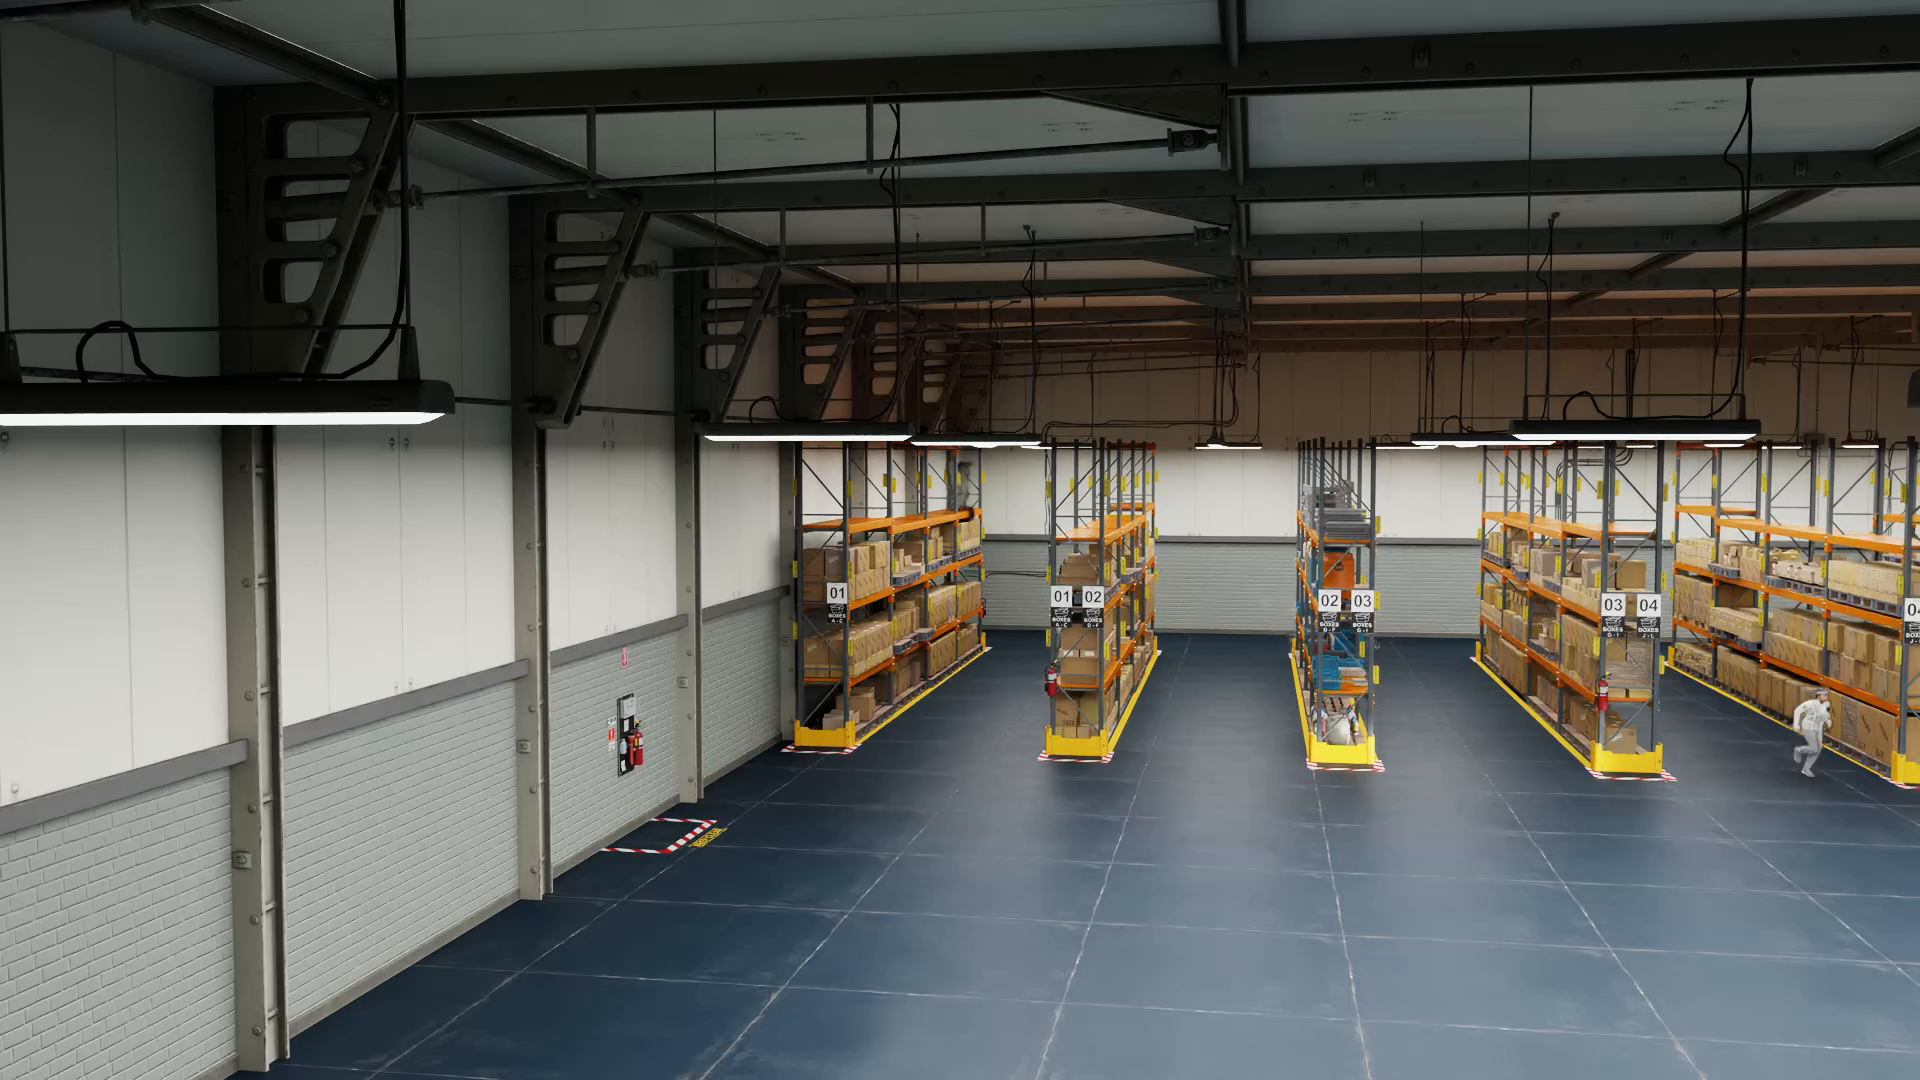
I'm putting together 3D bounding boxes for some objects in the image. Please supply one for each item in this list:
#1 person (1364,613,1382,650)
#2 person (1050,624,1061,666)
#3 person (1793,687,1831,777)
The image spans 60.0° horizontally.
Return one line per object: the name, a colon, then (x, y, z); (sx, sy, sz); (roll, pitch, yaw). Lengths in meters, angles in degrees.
person: (11.797, 2.381, 48.395); (1.016, 1.616, 0.495); (2, 3, 29)
person: (2.728, 2.507, 44.702); (0.672, 1.728, 0.589); (1, 3, 14)
person: (15.092, 3.378, 29.429); (0.607, 1.614, 0.686); (-1, 3, -19)
